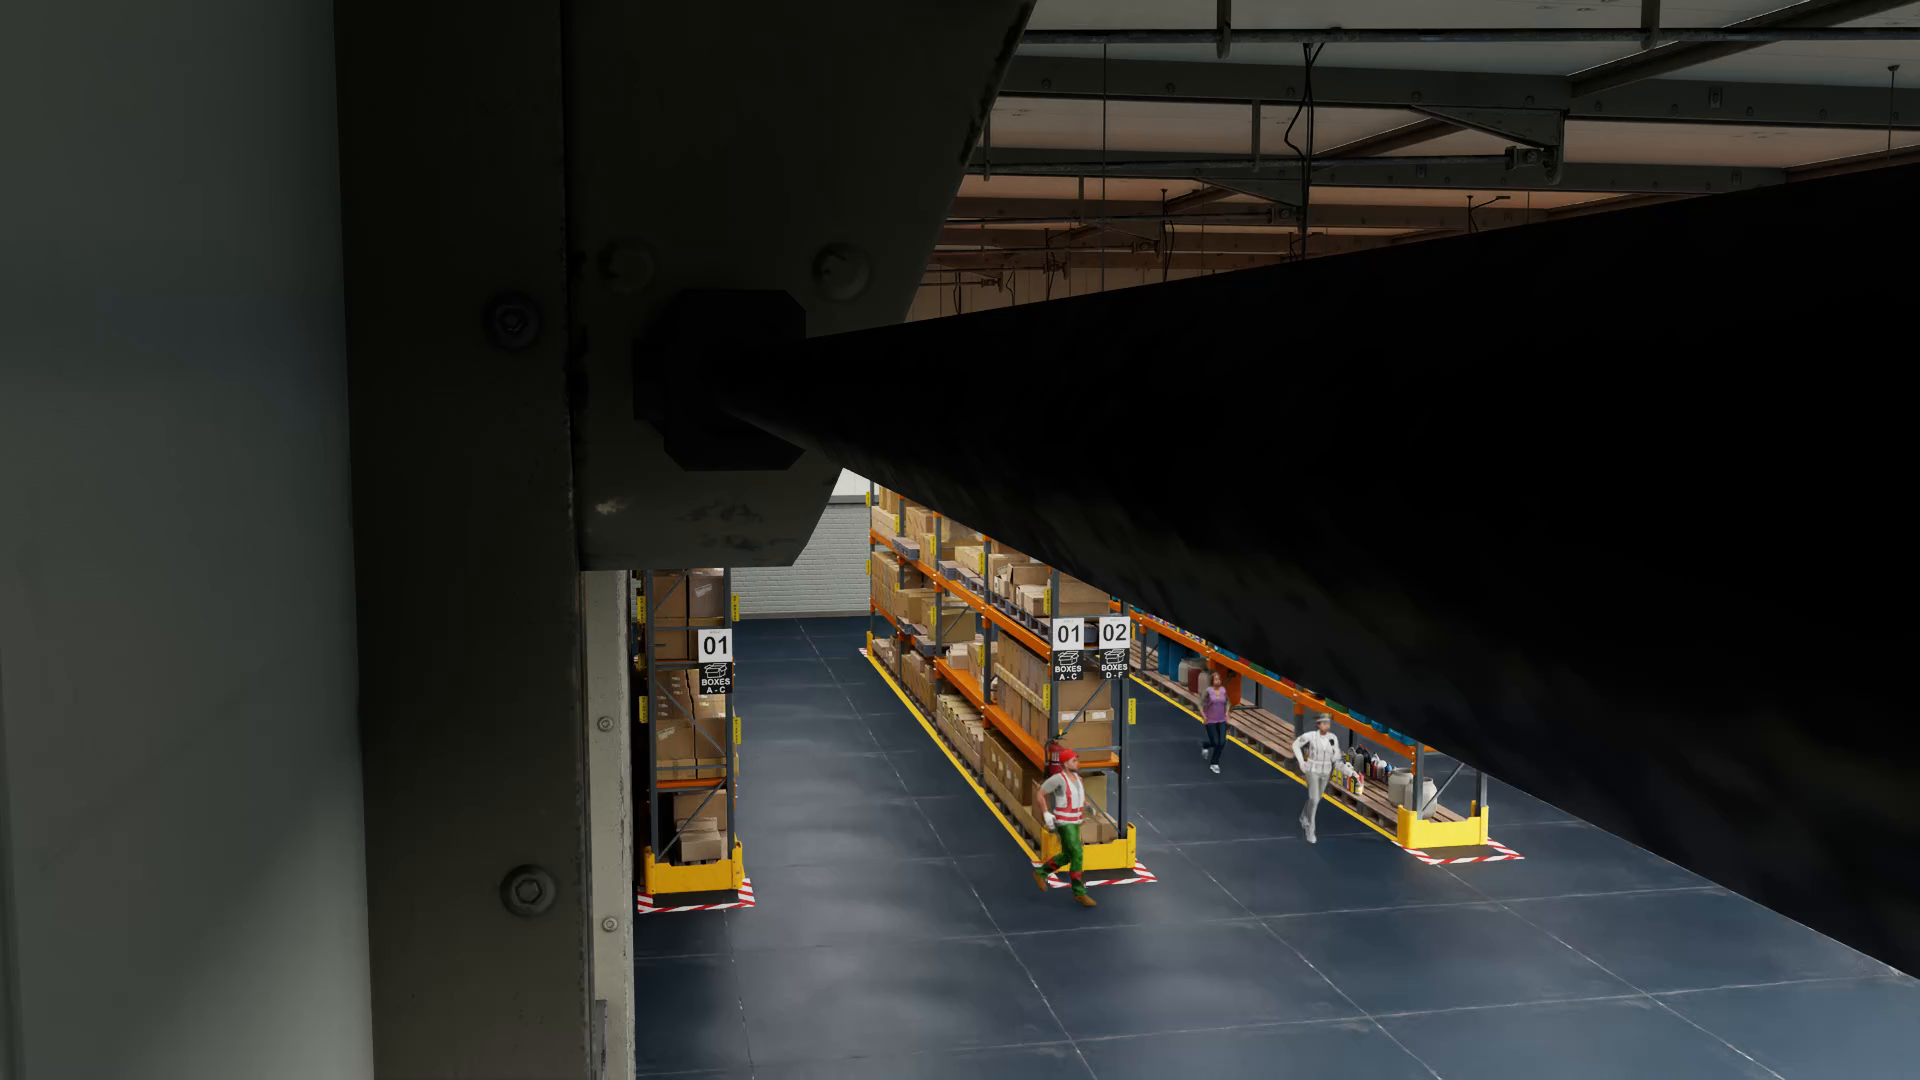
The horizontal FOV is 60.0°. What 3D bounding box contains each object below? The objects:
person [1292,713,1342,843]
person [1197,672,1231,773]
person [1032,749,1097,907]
[{"bbox_3d":[4.835,3.172,22.452,0.622,1.736,0.723,-1,6,-13],"label":"person"},{"bbox_3d":[4.000,2.846,26.120,0.544,1.559,0.544,-1,6,-12],"label":"person"},{"bbox_3d":[1.304,3.381,19.779,0.901,1.769,0.711,4,7,34],"label":"person"}]
